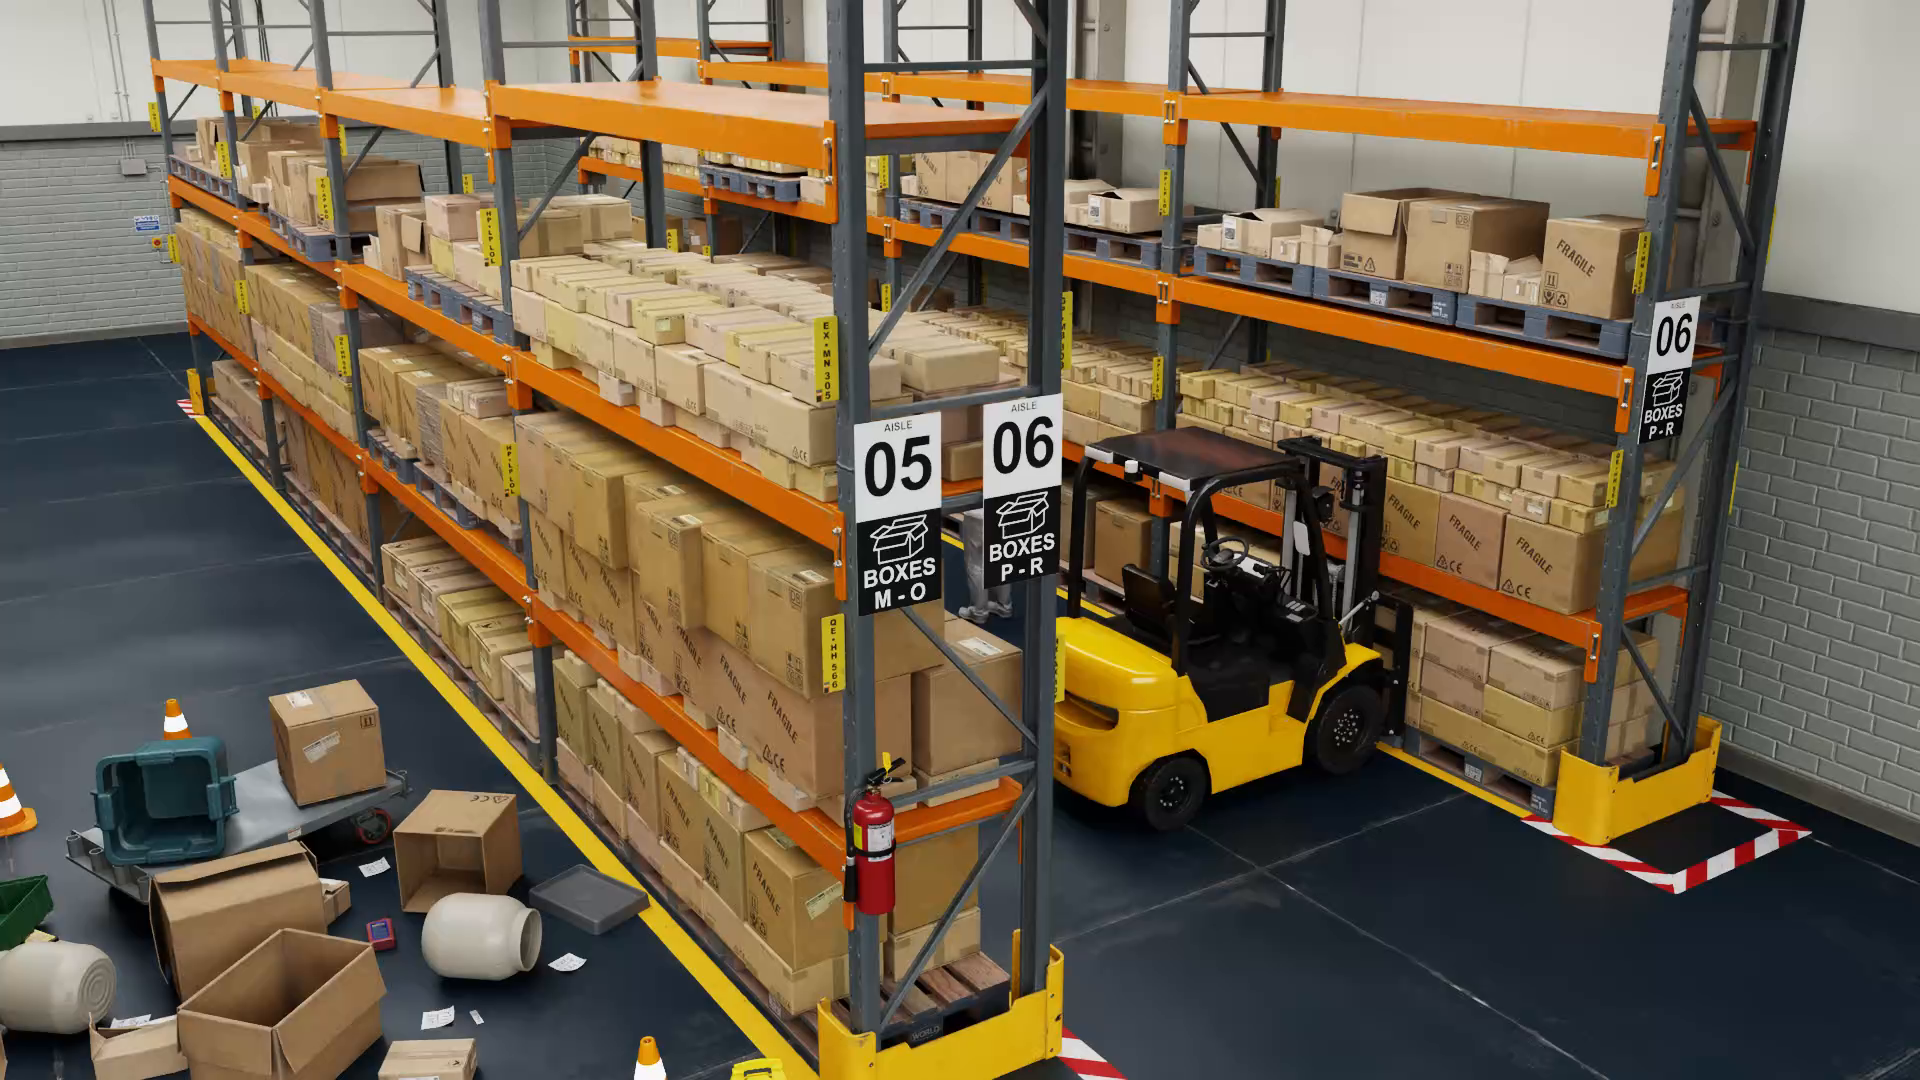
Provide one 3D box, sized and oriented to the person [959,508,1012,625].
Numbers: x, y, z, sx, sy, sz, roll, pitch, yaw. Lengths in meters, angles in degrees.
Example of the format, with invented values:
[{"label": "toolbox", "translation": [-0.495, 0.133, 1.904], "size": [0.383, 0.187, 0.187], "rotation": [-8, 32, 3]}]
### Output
[{"label": "person", "translation": [0.162, -0.229, 13.233], "size": [0.503, 1.760, 0.587], "rotation": [-11, 21, -31]}]
